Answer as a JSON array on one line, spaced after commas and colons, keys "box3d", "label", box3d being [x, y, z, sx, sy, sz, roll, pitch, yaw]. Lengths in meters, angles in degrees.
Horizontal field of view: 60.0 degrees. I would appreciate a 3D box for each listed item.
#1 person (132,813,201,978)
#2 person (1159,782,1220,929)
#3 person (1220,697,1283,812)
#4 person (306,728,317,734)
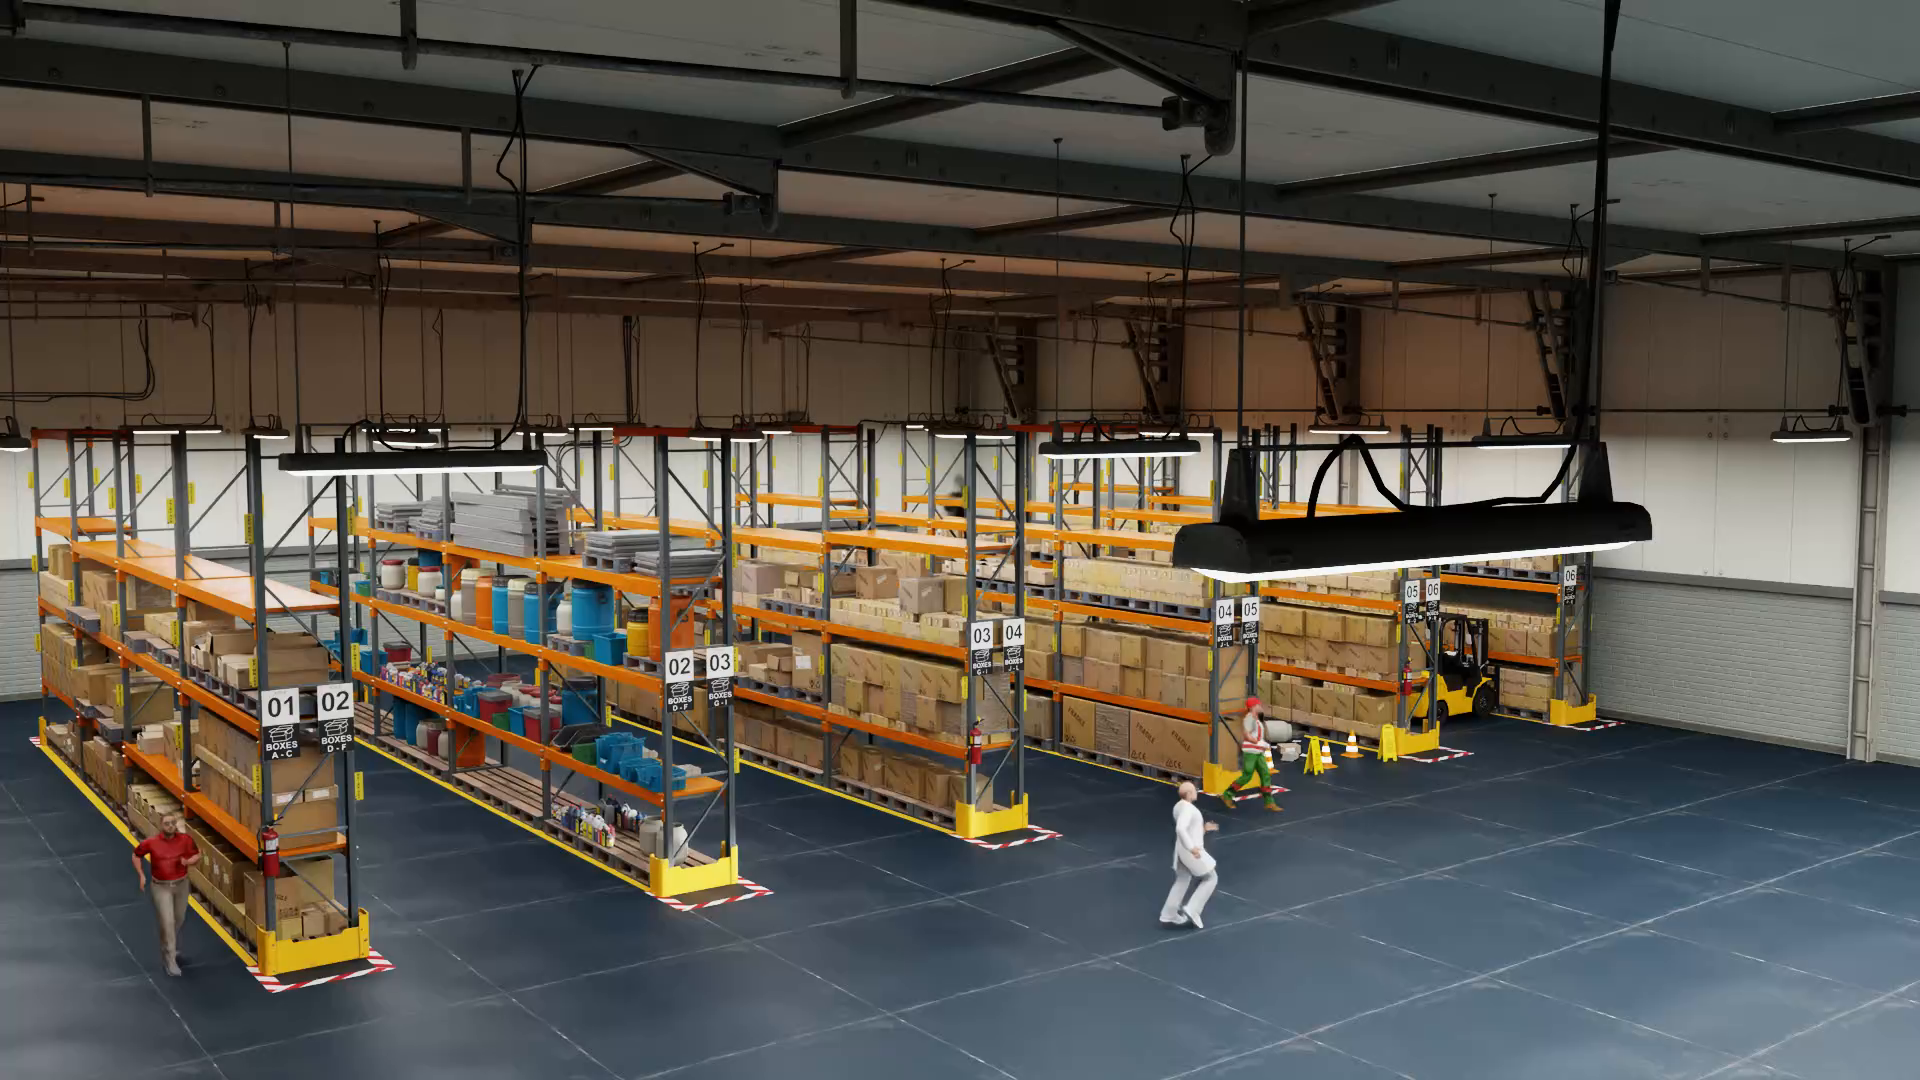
[{"box3d": [-8.964, 4.015, 18.878, 0.646, 1.694, 0.870, -4, 6, -44], "label": "person"}, {"box3d": [2.821, 3.853, 20.326, 0.773, 1.800, 0.673, -1, 5, -17], "label": "person"}, {"box3d": [4.658, 3.368, 26.283, 0.976, 1.766, 0.718, 2, 5, 20], "label": "person"}, {"box3d": [-11.127, 3.276, 28.004, 0.710, 1.744, 0.667, 4, 6, 42], "label": "person"}]
